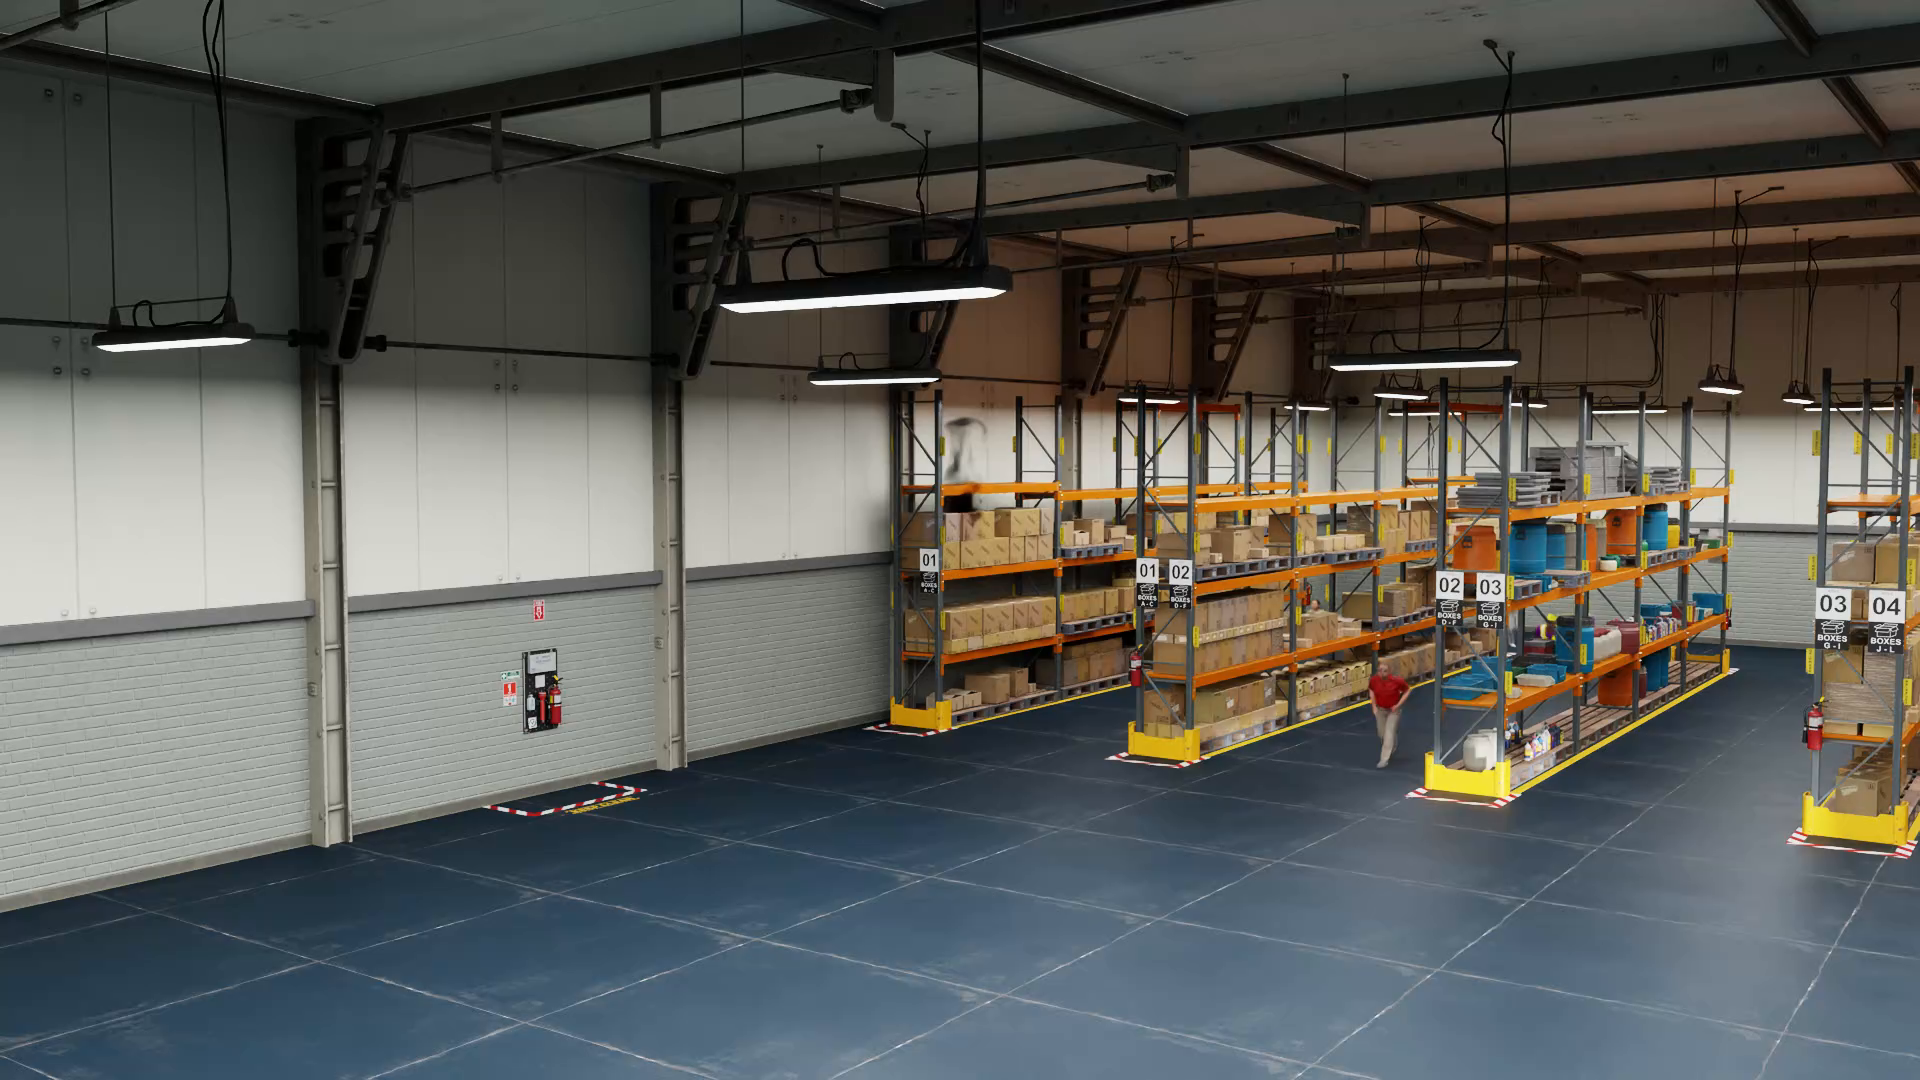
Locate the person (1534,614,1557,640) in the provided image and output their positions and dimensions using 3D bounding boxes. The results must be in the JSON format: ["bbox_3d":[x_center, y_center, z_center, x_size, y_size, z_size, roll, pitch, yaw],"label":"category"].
[{"bbox_3d":[11.784,2.305,33.184,0.689,1.685,0.720,2,4,28],"label":"person"}]

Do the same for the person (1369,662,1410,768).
[{"bbox_3d":[6.773,2.728,26.167,0.663,1.681,0.871,2,4,29],"label":"person"}]

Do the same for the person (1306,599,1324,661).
[{"bbox_3d":[7.886,2.128,36.859,0.589,1.668,0.783,2,4,27],"label":"person"}]

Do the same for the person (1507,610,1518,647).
[{"bbox_3d":[13.832,1.882,41.507,0.556,1.610,0.656,0,3,-8],"label":"person"}]
